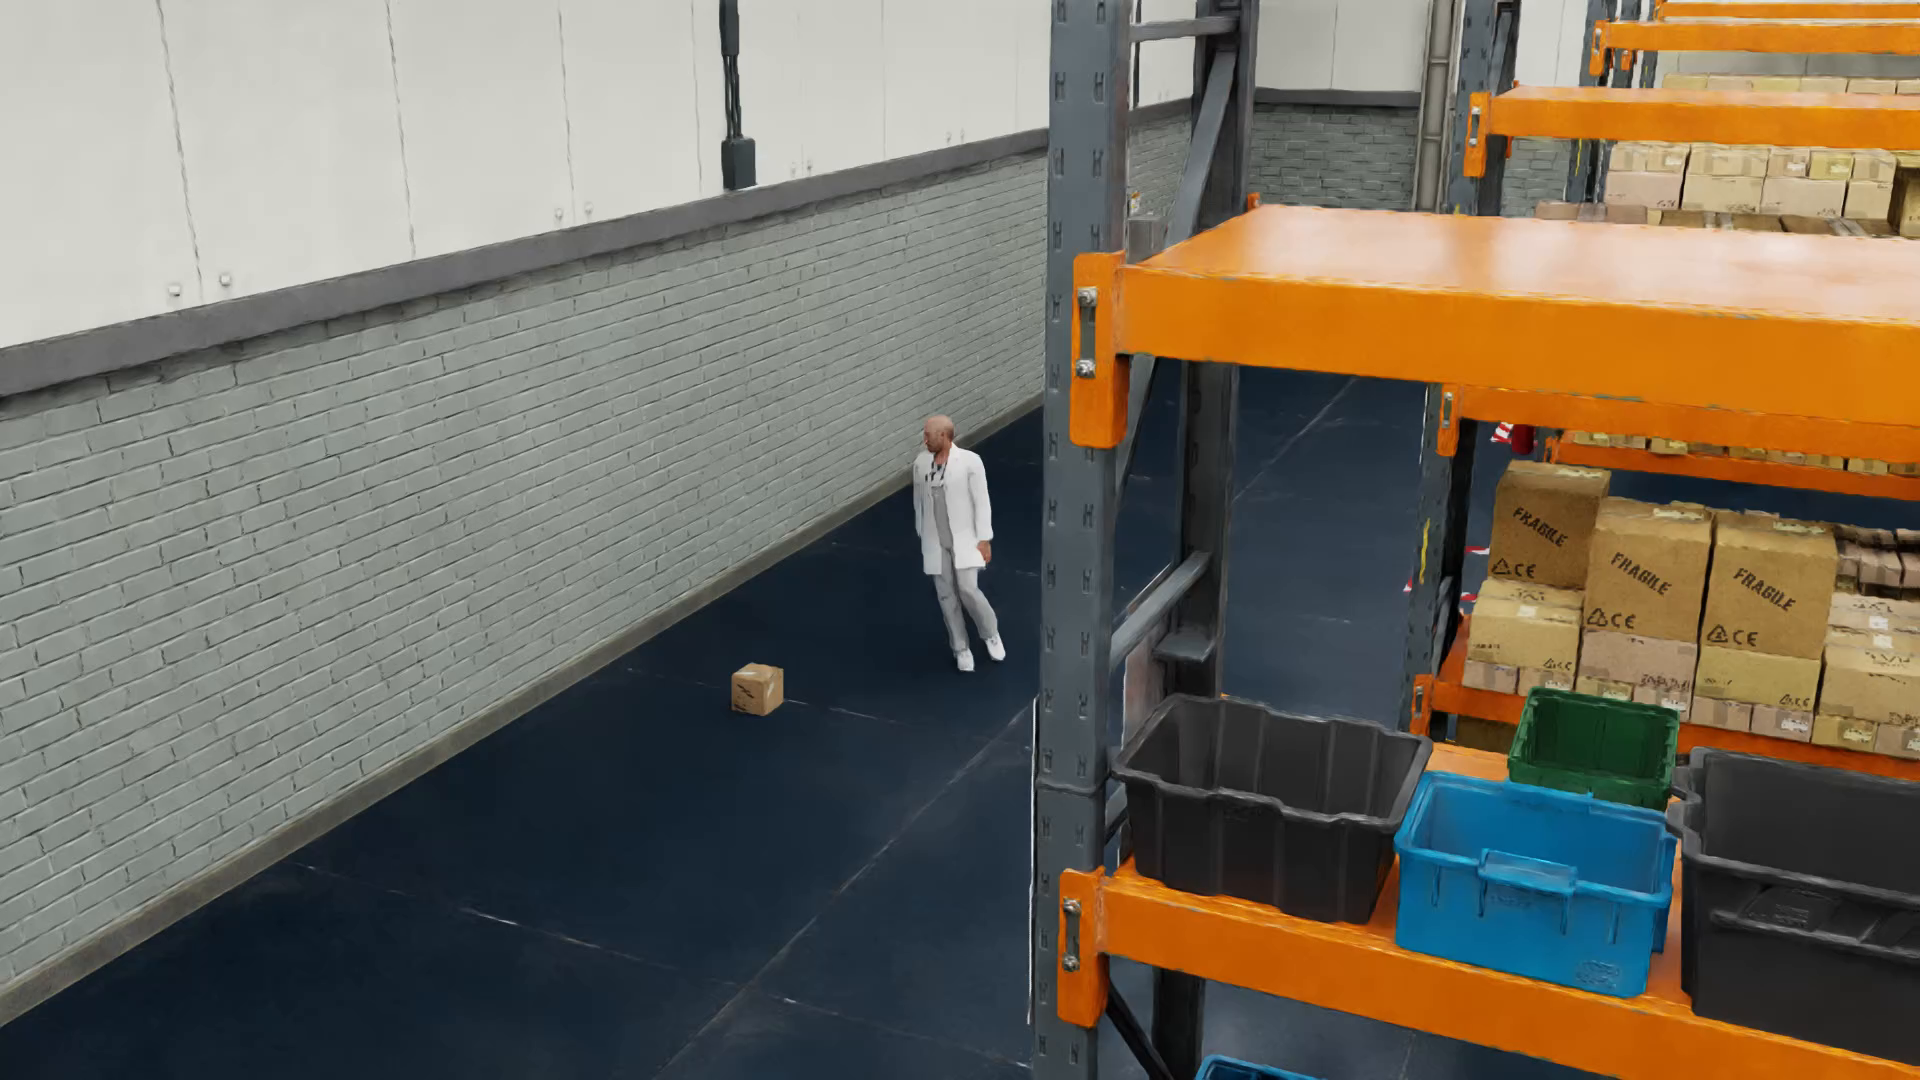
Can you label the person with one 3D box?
[{"bbox_3d":[-0.031,0.011,11.579,0.718,1.769,0.477,7,20,19],"label":"person"}]
